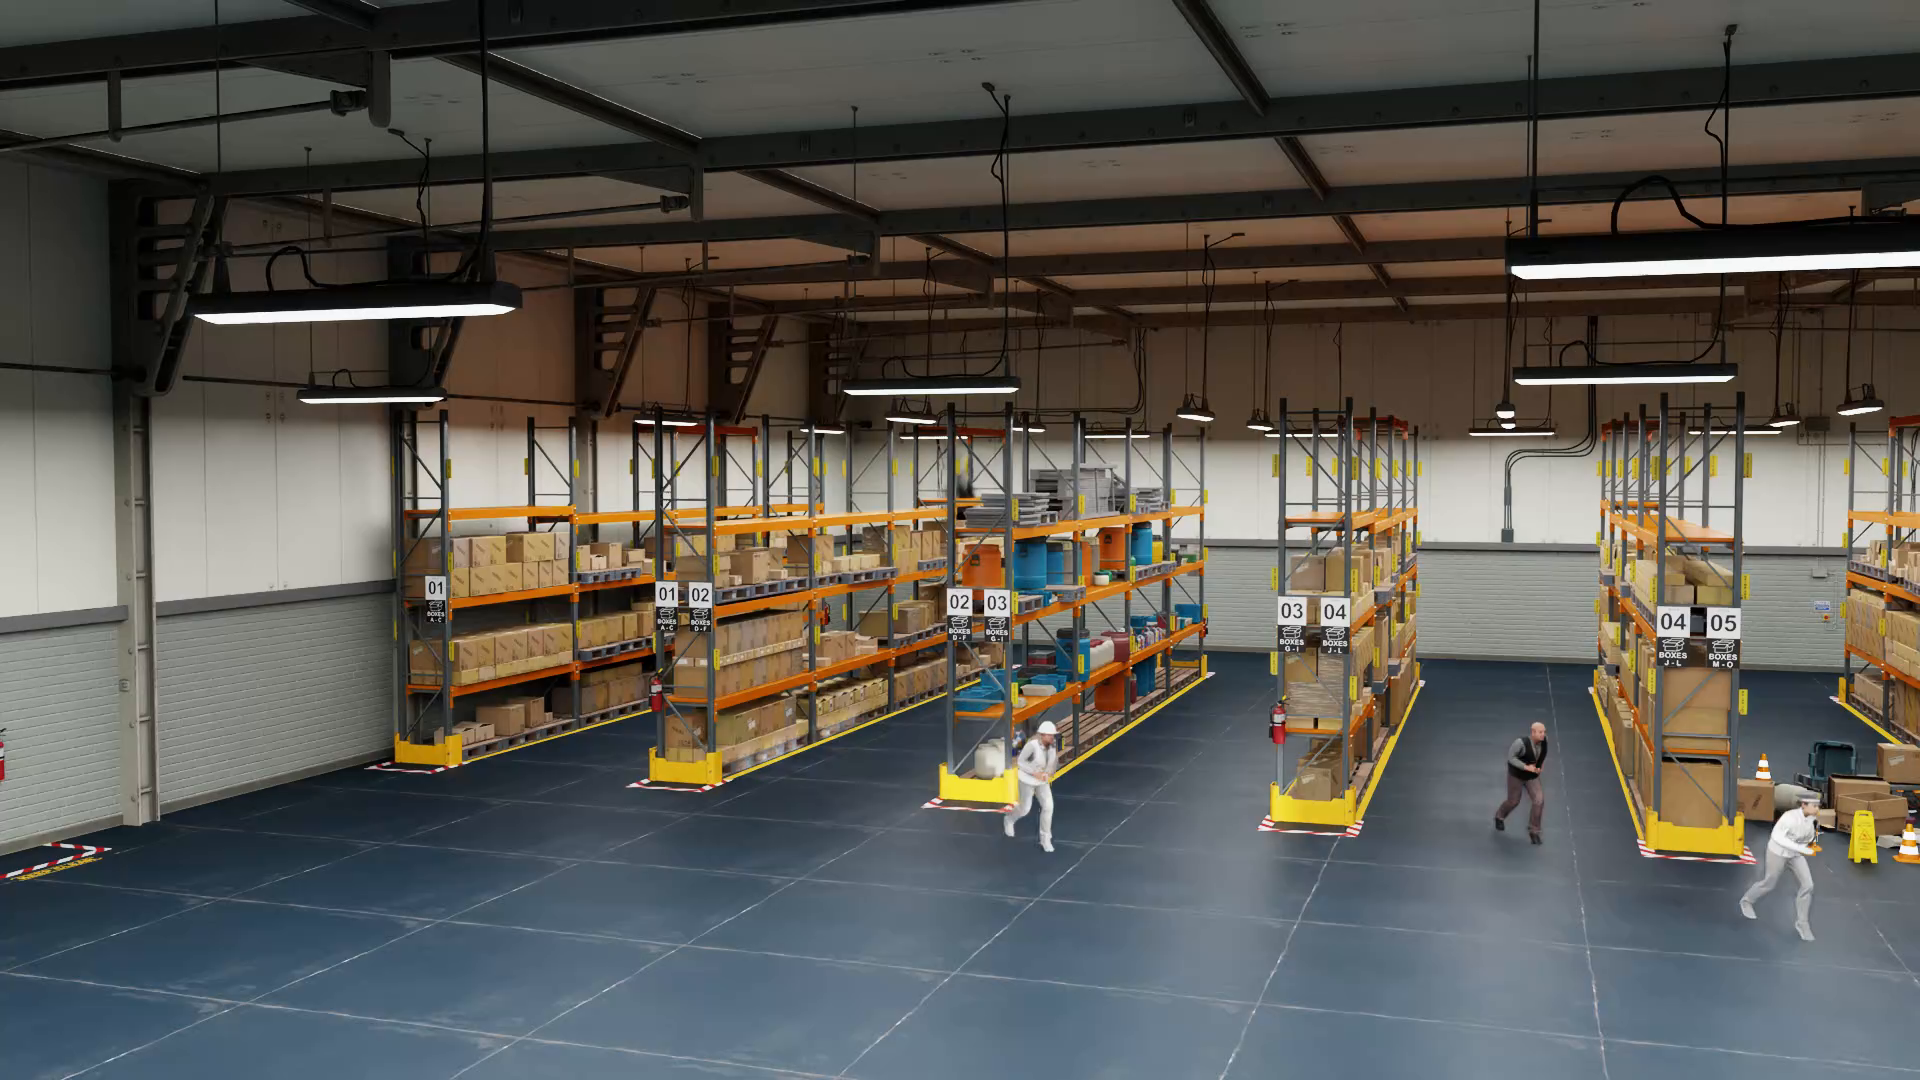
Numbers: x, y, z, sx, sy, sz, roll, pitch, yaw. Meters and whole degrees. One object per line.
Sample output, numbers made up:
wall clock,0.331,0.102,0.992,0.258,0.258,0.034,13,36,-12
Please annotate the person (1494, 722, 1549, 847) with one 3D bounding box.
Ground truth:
person,7.577,3.246,22.455,0.701,1.680,0.994,-1,3,-19

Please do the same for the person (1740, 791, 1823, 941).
person,8.875,3.462,18.008,0.614,1.625,0.965,-1,3,-25

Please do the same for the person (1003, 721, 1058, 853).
person,0.944,3.226,22.070,0.697,1.733,1.045,-2,3,-40
